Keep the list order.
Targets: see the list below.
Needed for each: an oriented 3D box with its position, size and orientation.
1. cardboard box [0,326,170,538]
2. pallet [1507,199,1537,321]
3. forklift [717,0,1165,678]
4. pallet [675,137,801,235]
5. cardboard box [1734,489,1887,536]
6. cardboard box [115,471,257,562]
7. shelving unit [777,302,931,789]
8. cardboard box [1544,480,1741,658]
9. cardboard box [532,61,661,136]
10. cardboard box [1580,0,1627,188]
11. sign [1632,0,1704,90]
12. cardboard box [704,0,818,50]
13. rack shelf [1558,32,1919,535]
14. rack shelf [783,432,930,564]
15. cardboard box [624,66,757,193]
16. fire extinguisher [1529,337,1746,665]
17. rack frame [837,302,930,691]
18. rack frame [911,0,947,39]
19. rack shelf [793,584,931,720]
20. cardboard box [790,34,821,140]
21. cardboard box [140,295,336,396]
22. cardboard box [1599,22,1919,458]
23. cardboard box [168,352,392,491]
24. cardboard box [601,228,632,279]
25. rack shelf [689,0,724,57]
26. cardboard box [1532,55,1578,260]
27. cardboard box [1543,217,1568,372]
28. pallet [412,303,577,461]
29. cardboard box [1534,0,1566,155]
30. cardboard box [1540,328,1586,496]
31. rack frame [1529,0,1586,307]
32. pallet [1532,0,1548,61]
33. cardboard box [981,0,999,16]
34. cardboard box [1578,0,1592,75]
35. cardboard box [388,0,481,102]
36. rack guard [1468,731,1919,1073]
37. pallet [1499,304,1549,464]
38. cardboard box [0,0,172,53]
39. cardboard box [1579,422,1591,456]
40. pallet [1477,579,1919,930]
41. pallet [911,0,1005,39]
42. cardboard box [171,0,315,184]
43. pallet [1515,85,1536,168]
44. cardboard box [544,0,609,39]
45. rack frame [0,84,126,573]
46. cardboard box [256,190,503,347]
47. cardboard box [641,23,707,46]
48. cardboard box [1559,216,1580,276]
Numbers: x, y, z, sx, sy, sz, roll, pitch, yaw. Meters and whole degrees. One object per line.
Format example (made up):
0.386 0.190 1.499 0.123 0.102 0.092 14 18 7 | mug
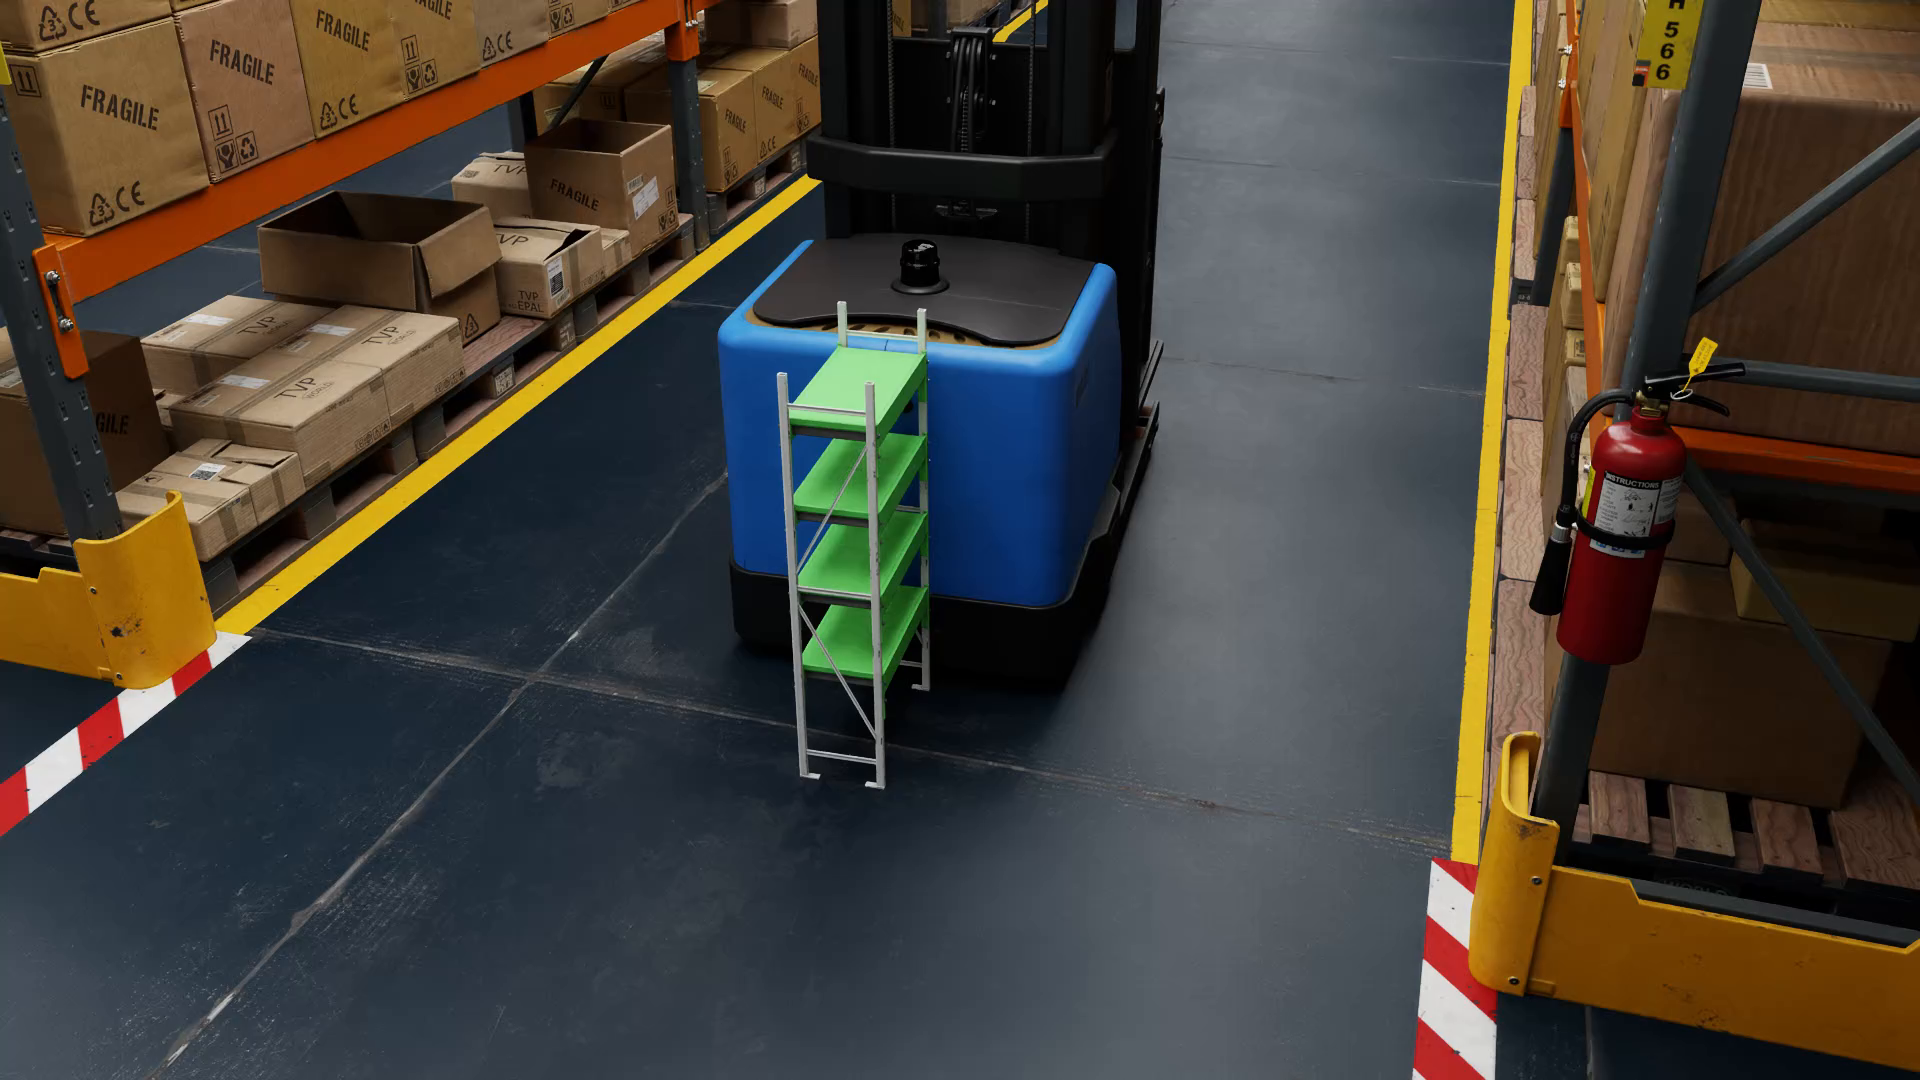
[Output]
-3.010 -0.373 5.453 0.500 0.500 0.500 8 30 15 | cardboard box
3.131 -1.289 7.851 1.003 0.211 1.213 8 30 15 | pallet
0.146 -1.576 5.568 1.130 2.935 3.031 7 30 12 | forklift
-1.558 -2.008 9.143 1.003 0.211 1.213 8 30 15 | pallet
2.214 -0.143 4.393 0.380 0.149 0.250 9 30 15 | cardboard box
-2.483 -0.077 5.283 0.380 0.149 0.250 8 30 15 | cardboard box
-0.264 0.023 4.475 0.258 1.200 0.503 7 30 12 | shelving unit
2.059 0.057 4.701 0.700 0.500 0.500 8 30 15 | cardboard box
-1.890 -2.214 8.763 0.500 0.500 0.500 8 30 15 | cardboard box
2.378 -1.342 4.768 0.980 0.700 0.700 7 30 12 | cardboard box
1.287 -0.973 2.979 0.100 0.325 0.005 8 30 15 | sign
-1.092 -2.926 9.272 0.500 0.250 0.500 9 30 15 | cardboard box
2.389 -0.895 5.013 1.077 0.370 4.000 8 30 15 | rack shelf
-0.264 -0.131 4.389 0.258 0.148 0.480 7 30 12 | rack shelf
-1.385 -2.134 8.619 0.500 0.500 0.500 7 30 13 | cardboard box
1.317 -0.079 3.269 0.296 0.674 0.183 8 30 15 | fire extinguisher
-0.207 -0.093 4.682 0.240 1.200 0.015 7 30 12 | rack frame
-0.586 -4.703 11.118 1.000 3.000 0.127 8 30 15 | rack frame
-0.264 0.288 4.623 0.258 0.148 0.480 7 30 12 | rack shelf
-1.086 -2.614 9.483 0.500 0.500 0.500 9 30 15 | cardboard box
-2.703 -0.701 6.300 0.500 0.250 0.500 8 30 15 | cardboard box
1.942 -0.649 3.523 0.980 0.700 0.700 10 31 17 | cardboard box
-2.357 -0.420 5.795 0.500 0.250 0.500 8 30 15 | cardboard box
-1.709 -1.302 7.485 0.380 0.149 0.250 8 30 15 | cardboard box
-1.173 -3.459 9.622 1.077 0.370 4.000 8 30 15 | rack shelf
3.043 -1.703 7.506 0.750 0.750 0.750 9 30 15 | cardboard box
2.659 -0.897 6.416 0.700 0.500 0.500 9 30 16 | cardboard box
-2.319 -0.737 6.858 1.003 0.211 1.213 8 30 15 | pallet
3.546 -2.512 8.960 0.750 0.750 0.750 8 30 15 | cardboard box
2.355 -0.426 5.569 0.700 0.500 0.500 9 30 16 | cardboard box
2.976 -2.139 6.509 1.000 3.000 0.127 8 30 15 | rack frame
4.741 -3.707 12.197 1.003 0.211 1.213 8 30 15 | pallet
-0.005 -4.120 12.467 0.500 0.250 0.500 8 30 13 | cardboard box
2.801 -2.020 5.987 0.980 0.700 0.700 9 30 16 | cardboard box
-2.107 -1.903 5.982 0.500 0.500 0.500 9 30 16 | cardboard box
1.795 0.824 3.755 1.175 0.500 0.348 8 30 15 | rack guard
2.678 -0.578 6.572 1.003 0.211 1.213 8 30 15 | pallet
-2.552 -1.634 4.470 0.500 0.500 0.500 9 30 16 | cardboard box
1.850 -0.198 4.493 0.380 0.149 0.250 9 30 16 | cardboard box
1.962 0.556 4.533 1.003 0.211 1.213 8 30 15 | pallet
-0.307 -3.861 12.474 1.003 0.211 1.213 8 30 15 | pallet
-2.406 -1.438 5.146 0.500 0.500 0.500 8 30 14 | cardboard box
3.847 -2.423 9.889 1.003 0.211 1.213 8 30 15 | pallet
-1.812 -2.379 6.838 0.500 0.500 0.500 9 30 16 | cardboard box
-2.934 -0.985 4.435 1.000 3.000 0.127 8 30 15 | rack frame
-2.307 -1.071 6.705 0.797 0.503 0.637 8 30 15 | cardboard box
-1.589 -2.675 9.592 0.500 0.500 0.500 9 30 15 | cardboard box
2.384 -1.047 6.019 0.380 0.149 0.250 10 30 17 | cardboard box
